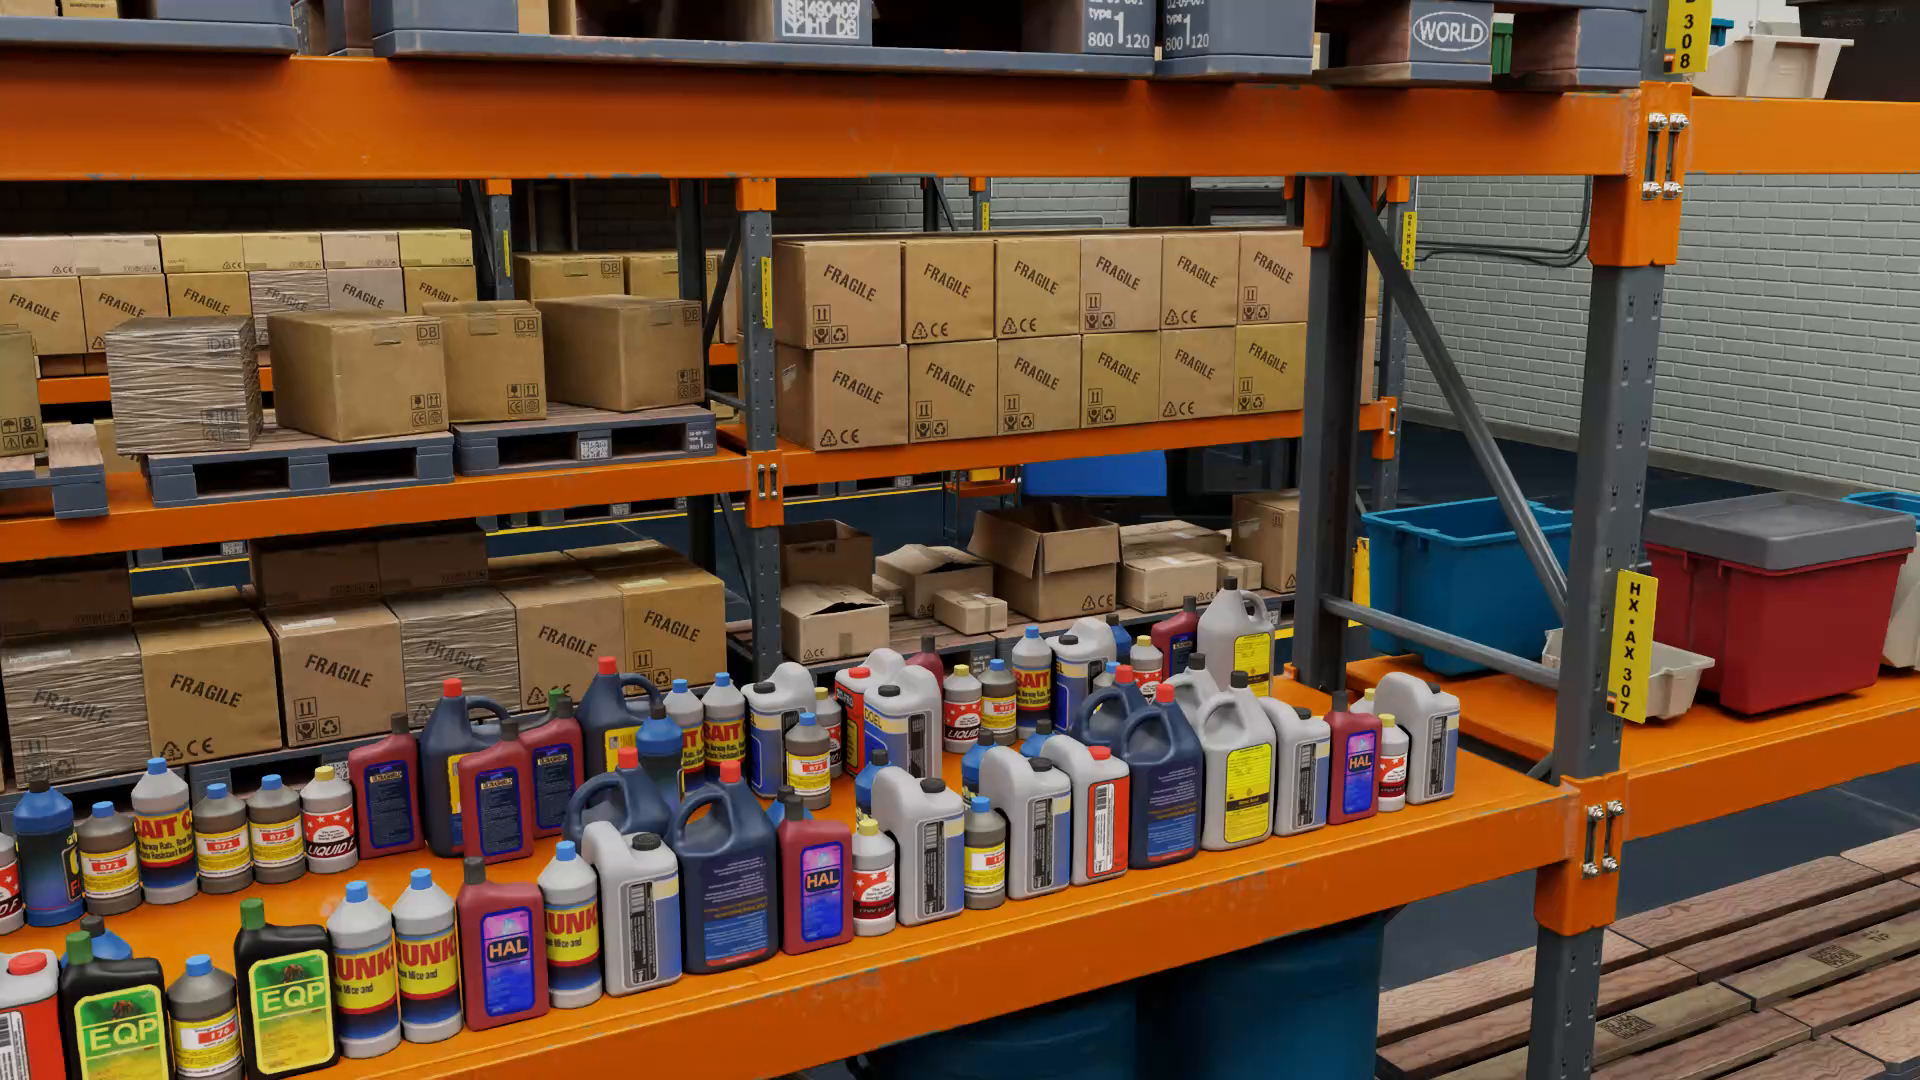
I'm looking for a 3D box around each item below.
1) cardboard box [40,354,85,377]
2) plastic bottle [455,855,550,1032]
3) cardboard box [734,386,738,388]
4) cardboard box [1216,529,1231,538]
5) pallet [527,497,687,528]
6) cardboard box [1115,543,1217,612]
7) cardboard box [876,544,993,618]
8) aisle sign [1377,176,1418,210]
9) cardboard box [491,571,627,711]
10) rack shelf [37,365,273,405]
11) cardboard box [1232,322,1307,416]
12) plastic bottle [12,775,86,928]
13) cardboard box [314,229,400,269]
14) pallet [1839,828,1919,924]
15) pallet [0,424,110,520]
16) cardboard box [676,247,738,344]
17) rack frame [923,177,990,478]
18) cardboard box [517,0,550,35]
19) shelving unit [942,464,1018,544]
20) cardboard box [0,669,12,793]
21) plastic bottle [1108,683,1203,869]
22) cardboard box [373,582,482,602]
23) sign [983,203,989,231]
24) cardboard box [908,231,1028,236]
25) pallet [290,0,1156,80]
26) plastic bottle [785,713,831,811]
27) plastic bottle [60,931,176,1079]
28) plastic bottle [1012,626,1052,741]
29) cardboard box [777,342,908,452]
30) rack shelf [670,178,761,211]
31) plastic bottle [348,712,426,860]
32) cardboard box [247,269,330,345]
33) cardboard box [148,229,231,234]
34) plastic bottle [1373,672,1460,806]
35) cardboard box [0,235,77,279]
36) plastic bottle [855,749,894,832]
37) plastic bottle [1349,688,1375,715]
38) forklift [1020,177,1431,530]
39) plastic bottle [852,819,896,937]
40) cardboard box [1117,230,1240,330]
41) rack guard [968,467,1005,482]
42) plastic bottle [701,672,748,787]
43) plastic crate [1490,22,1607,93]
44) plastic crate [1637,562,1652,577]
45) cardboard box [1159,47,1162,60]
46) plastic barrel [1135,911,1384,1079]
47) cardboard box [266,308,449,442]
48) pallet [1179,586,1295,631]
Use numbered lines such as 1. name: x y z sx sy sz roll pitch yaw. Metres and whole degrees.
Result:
1. cardboard box: -5.998 -1.192 11.101 0.250 0.149 0.380 -7 14 -28
2. plastic bottle: -0.741 0.642 2.690 0.133 0.283 0.061 -7 14 -28
3. cardboard box: -1.701 -1.197 13.854 0.250 0.149 0.380 -7 14 -27
4. cardboard box: 1.808 0.039 10.597 0.250 0.149 0.380 -7 14 -28
5. pallet: -2.843 -0.353 13.199 1.213 0.211 1.003 -7 14 -28
6. cardboard box: 1.133 0.210 9.604 0.500 0.250 0.500 -7 14 -28
7. cardboard box: -0.148 0.209 9.471 0.500 0.311 0.500 -7 14 -28
8. aisle sign: 2.547 -2.332 9.718 0.004 0.787 0.394 -7 14 -28
9. cardboard box: -1.905 0.468 7.890 0.500 0.500 0.500 -7 14 -28
10. rack shelf: -5.303 -1.088 11.748 4.000 0.370 1.077 -7 14 -28
11. cardboard box: 1.624 -1.009 9.535 0.500 0.500 0.500 -7 14 -27
12. plastic bottle: -1.678 0.566 3.057 0.097 0.271 0.097 0 13 0
13. cardboard box: -4.288 -2.068 11.808 0.500 0.250 0.500 -6 14 -27
14. pallet: 3.968 1.279 5.944 1.213 0.211 1.003 -7 14 -28
15. pallet: -4.120 -0.265 6.892 1.003 0.211 1.213 -7 14 -28
16. cardboard box: -1.786 -2.003 13.496 0.700 0.700 0.980 -8 15 -31
17. rack frame: -0.037 -2.070 14.474 0.127 3.000 1.000 -7 14 -28
18. cardboard box: -2.224 -2.347 7.462 0.600 0.600 0.600 -7 14 -28
19. shelving unit: 0.145 -0.603 12.055 0.503 1.200 0.258 -7 14 -28
20. cardboard box: -4.145 0.738 6.688 0.500 0.500 0.500 -6 14 -25
21. plastic bottle: 0.387 0.464 3.330 0.185 0.351 0.144 -7 14 -28
22. cardboard box: -2.617 0.423 8.087 0.500 0.500 0.500 -7 14 -27
23. sign: 0.211 -2.644 13.850 0.005 0.325 0.100 -7 14 -28
24. cardboard box: 0.040 -1.442 9.179 0.500 0.500 0.500 -7 14 -27
25. pallet: -0.436 -0.890 2.829 1.213 0.211 1.003 -7 14 -28
26. plastic bottle: -0.330 0.476 3.613 0.097 0.201 0.097 0 13 0
27. plastic bottle: -1.231 0.701 2.429 0.133 0.283 0.061 -7 14 -28
28. plastic bottle: 0.174 0.344 4.043 0.097 0.271 0.097 0 13 0
29. cardboard box: -0.593 -0.745 8.358 0.500 0.500 0.500 -6 14 -26
30. rack shelf: -2.926 -1.597 7.179 4.000 0.370 1.077 -7 14 -28
31. plastic bottle: -1.158 0.493 3.352 0.133 0.283 0.061 -7 14 -28
32. cardboard box: -4.720 -1.649 11.652 0.500 0.500 0.500 -7 14 -28
33. cardboard box: -5.430 -2.056 11.755 0.500 0.250 0.500 -7 15 -29
34. plastic bottle: 1.008 0.425 3.673 0.135 0.276 0.152 -7 14 -28
35. cardboard box: -6.065 -1.852 10.850 0.500 0.250 0.500 -7 14 -29
36. plastic bottle: -0.153 0.535 3.194 0.097 0.271 0.097 0 13 0
37. plastic bottle: 0.932 0.439 3.780 0.097 0.201 0.097 0 13 0
38. forklift: 1.975 -1.559 12.360 3.031 2.935 1.130 0 13 2
39. plastic bottle: -0.165 0.608 3.026 0.097 0.201 0.097 0 13 0
40. cardboard box: 1.185 -1.443 9.186 0.500 0.500 0.500 -6 14 -26
41. rack guard: -0.016 -0.853 14.760 0.348 0.500 1.175 -7 14 -28
42. plastic bottle: -0.521 0.427 3.673 0.097 0.271 0.097 0 13 0
43. plastic crate: 1.426 -1.203 4.271 0.662 0.188 0.450 -7 14 -28
44. plastic crate: 2.053 0.196 4.898 0.590 0.125 0.437 -7 14 -28
45. cardboard box: 1.132 -2.542 8.943 0.500 0.250 0.500 -7 14 -28
46. plastic barrel: 0.714 1.133 4.065 0.708 0.901 0.600 -7 14 -28
47. cardboard box: -2.692 -0.751 7.428 0.500 0.500 0.700 -12 17 -42
48. pallet: 1.574 0.337 10.131 1.213 0.211 1.003 -7 14 -28
